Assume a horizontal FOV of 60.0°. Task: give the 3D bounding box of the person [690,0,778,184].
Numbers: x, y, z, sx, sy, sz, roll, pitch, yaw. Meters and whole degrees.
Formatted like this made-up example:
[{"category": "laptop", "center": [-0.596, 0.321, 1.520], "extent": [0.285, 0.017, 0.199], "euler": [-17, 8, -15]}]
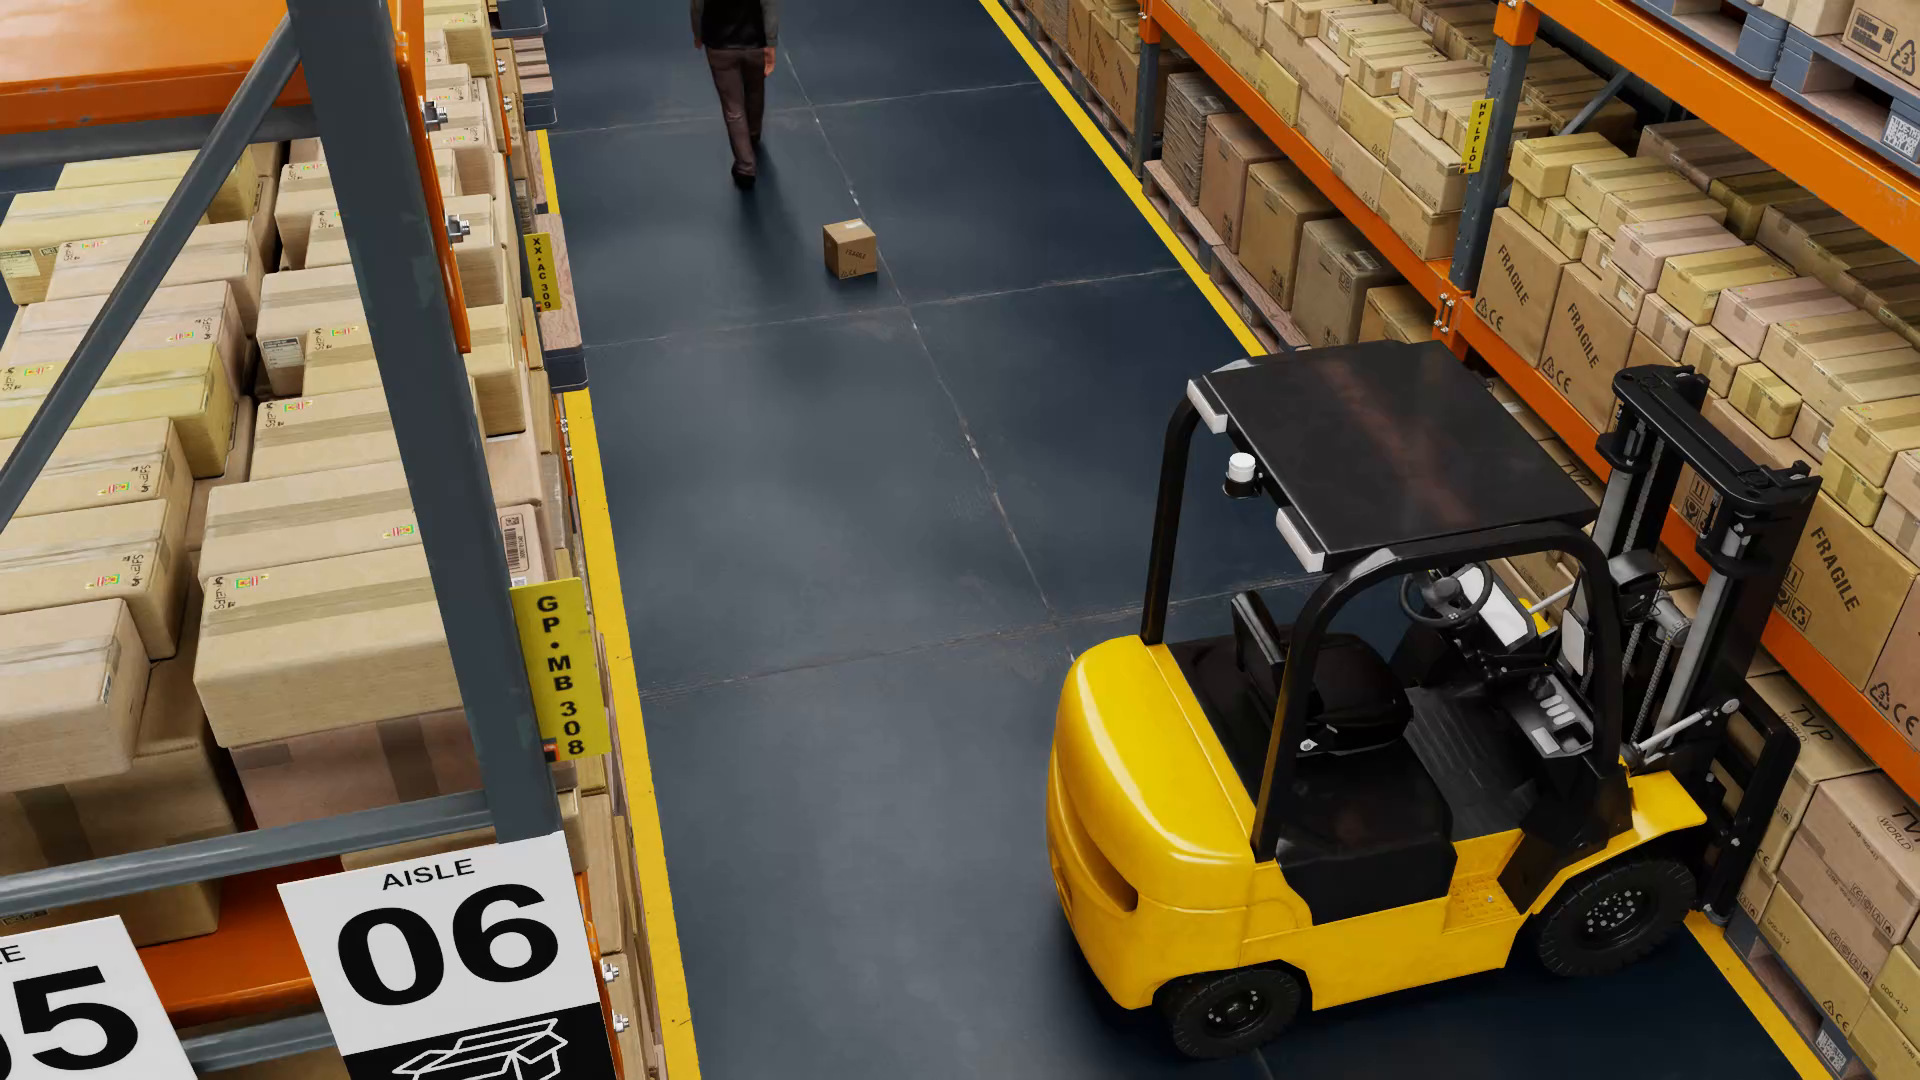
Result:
[{"category": "person", "center": [-1.496, -3.302, 10.952], "extent": [0.543, 1.665, 0.993], "euler": [-12, 39, -14]}]
